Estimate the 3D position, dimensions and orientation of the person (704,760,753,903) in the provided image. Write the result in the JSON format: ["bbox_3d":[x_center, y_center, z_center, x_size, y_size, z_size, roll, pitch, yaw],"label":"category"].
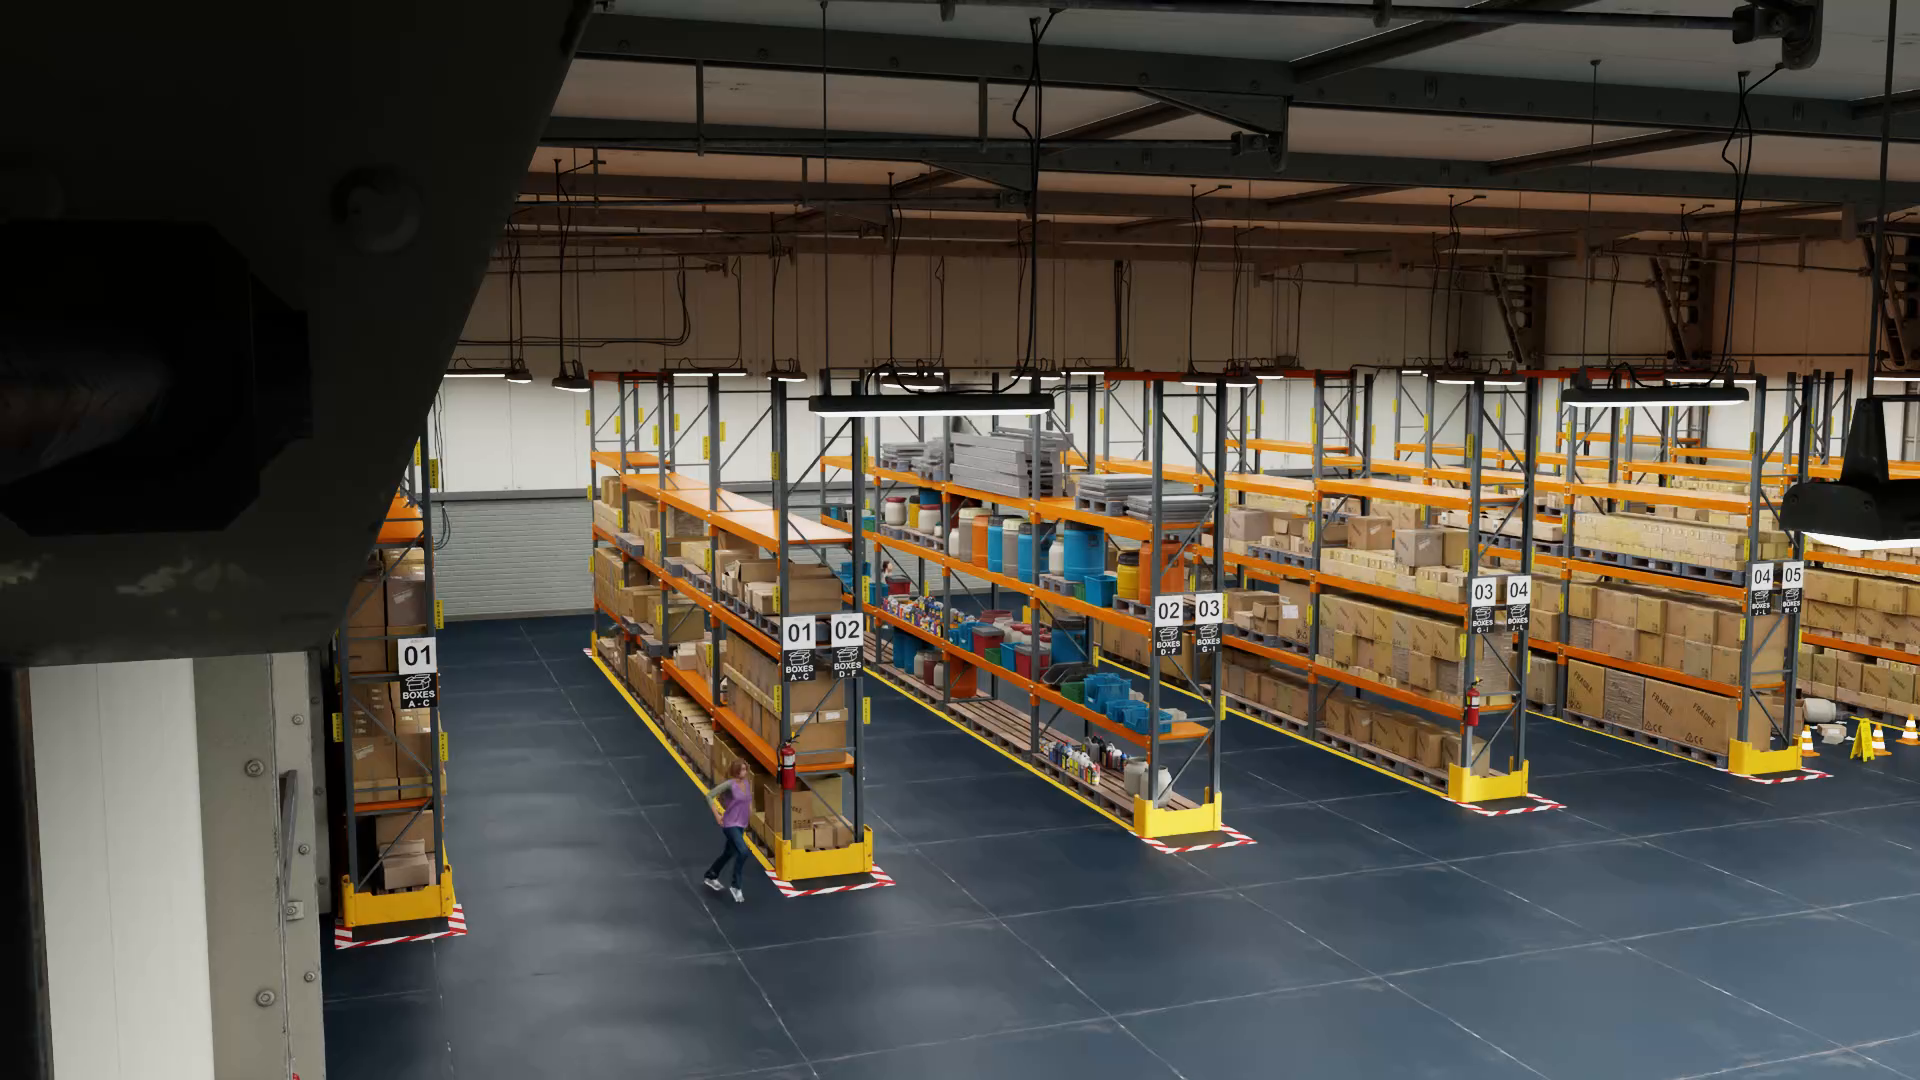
[{"bbox_3d":[-2.692,3.388,19.540,0.663,1.625,0.541,3,7,26],"label":"person"}]

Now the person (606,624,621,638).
[{"bbox_3d":[-7.413,1.450,36.175,0.567,1.712,0.689,-1,6,-7],"label":"person"}]

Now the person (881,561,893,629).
[{"bbox_3d":[-1.599,1.284,37.850,0.789,1.648,0.573,2,7,16],"label":"person"}]
